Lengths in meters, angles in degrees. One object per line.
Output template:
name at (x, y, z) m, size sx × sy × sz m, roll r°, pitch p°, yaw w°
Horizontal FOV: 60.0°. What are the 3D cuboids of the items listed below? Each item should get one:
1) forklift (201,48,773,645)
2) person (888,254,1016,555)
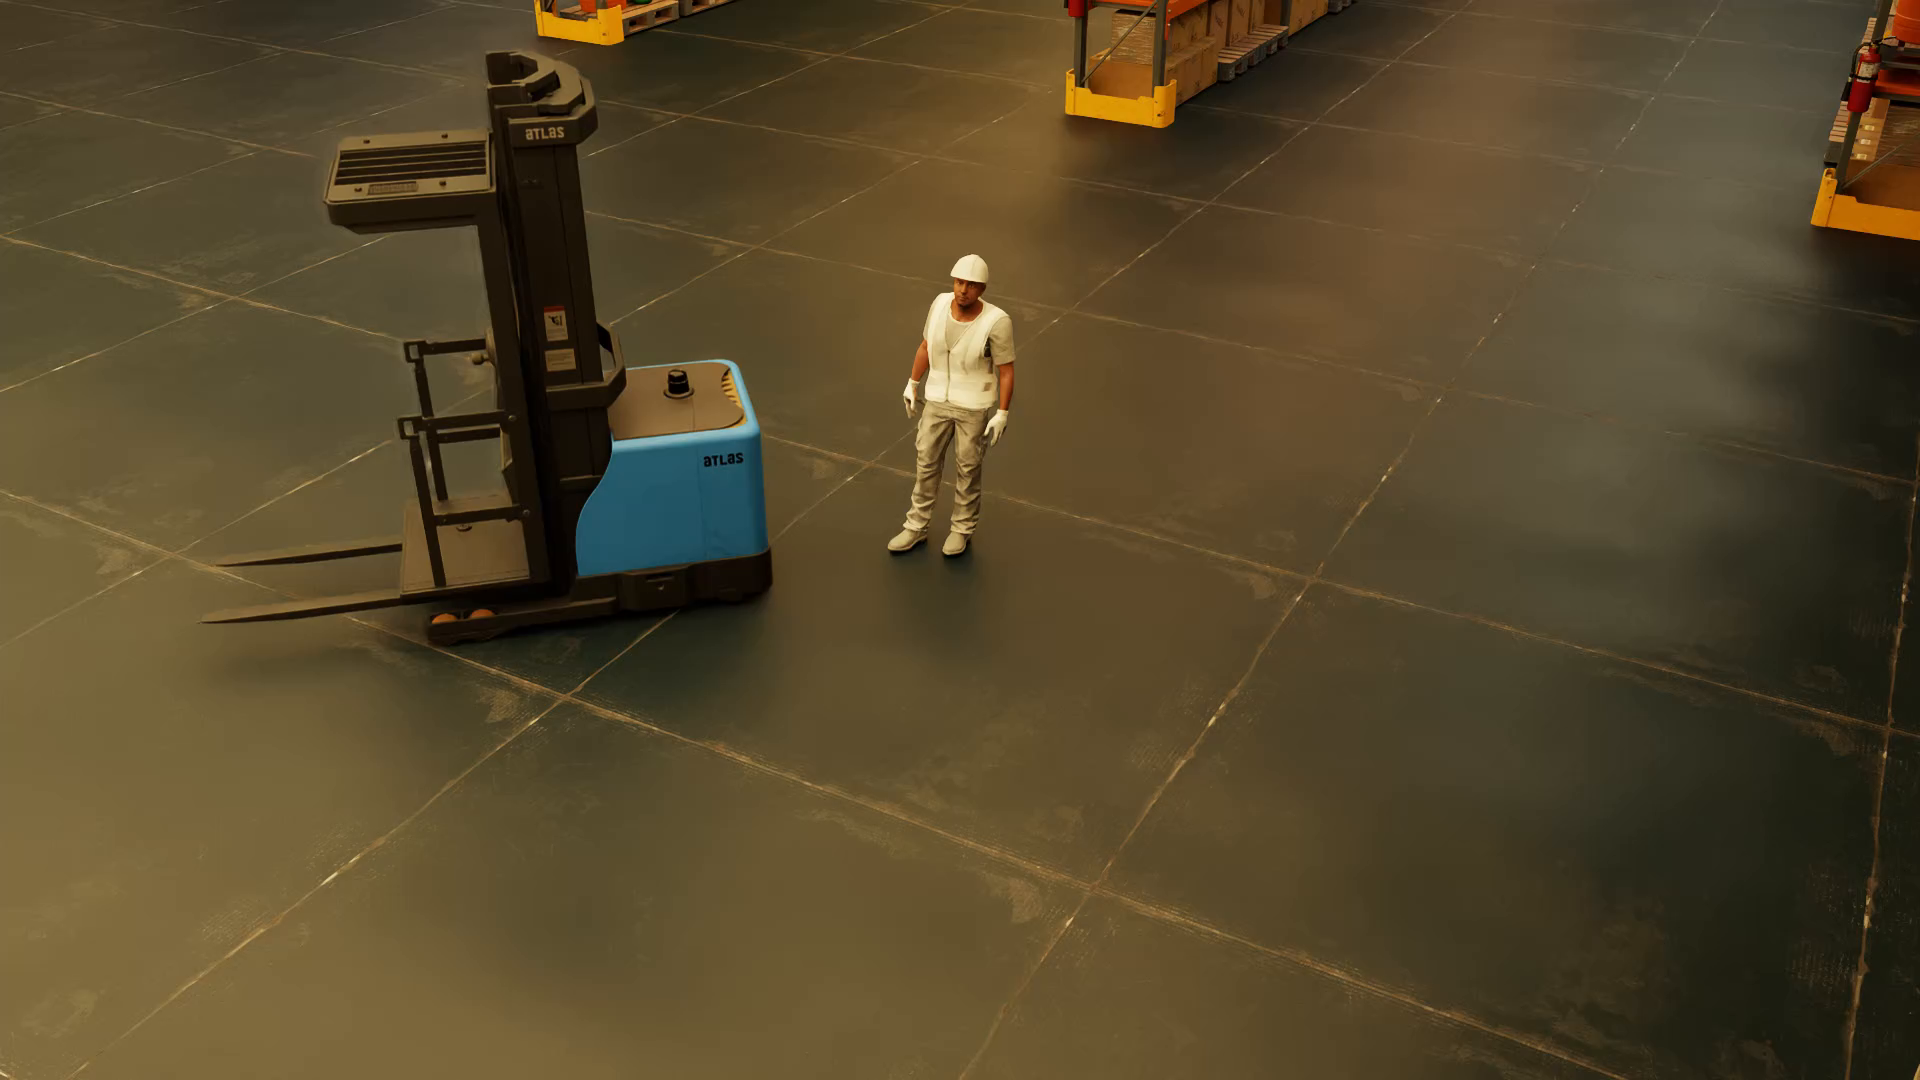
forklift at (-2.637, -0.991, 8.788) m, size 3.031 × 2.935 × 1.130 m, roll -7°, pitch 31°, yaw -12°
person at (-0.043, -0.749, 9.503) m, size 0.657 × 1.783 × 0.576 m, roll 15°, pitch 33°, yaw 25°
